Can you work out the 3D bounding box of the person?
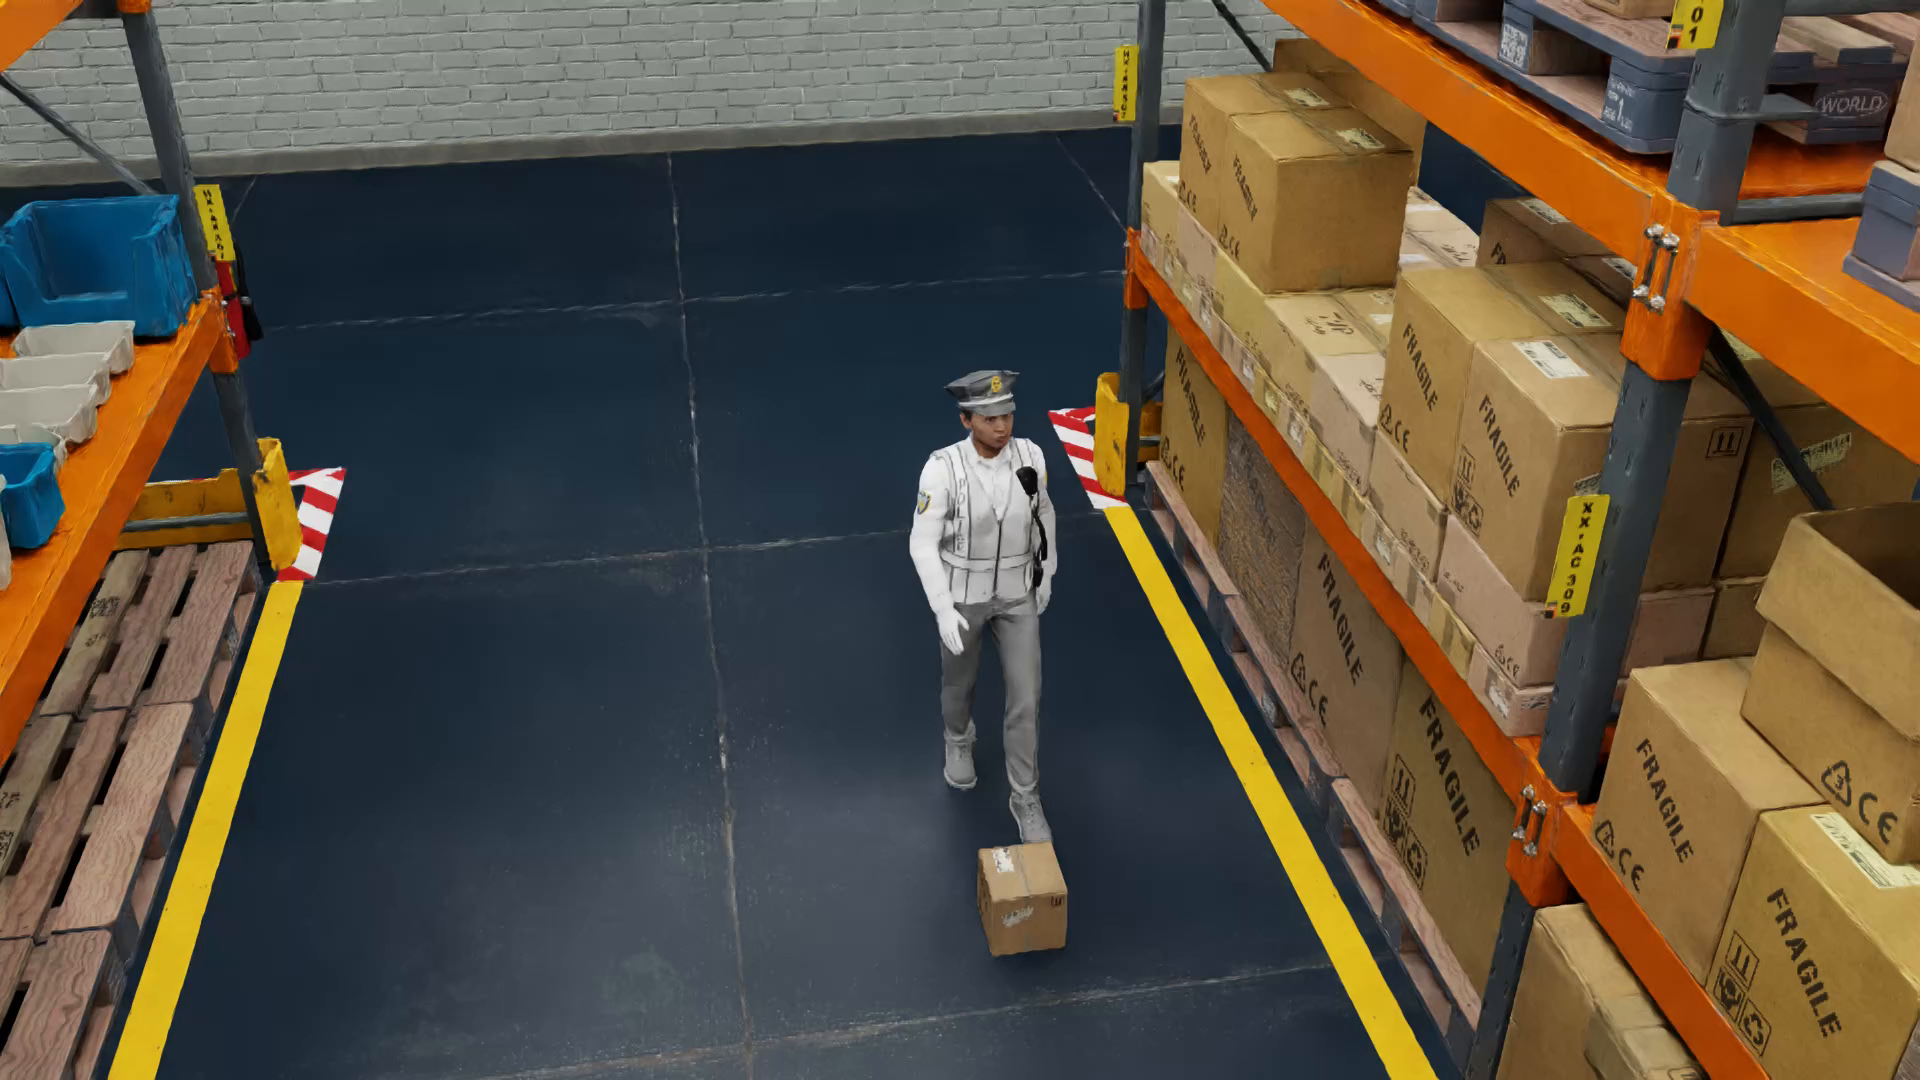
[{"bbox_3d":[0.125,0.247,5.734,0.561,1.712,0.688,-8,32,-13],"label":"person"}]
